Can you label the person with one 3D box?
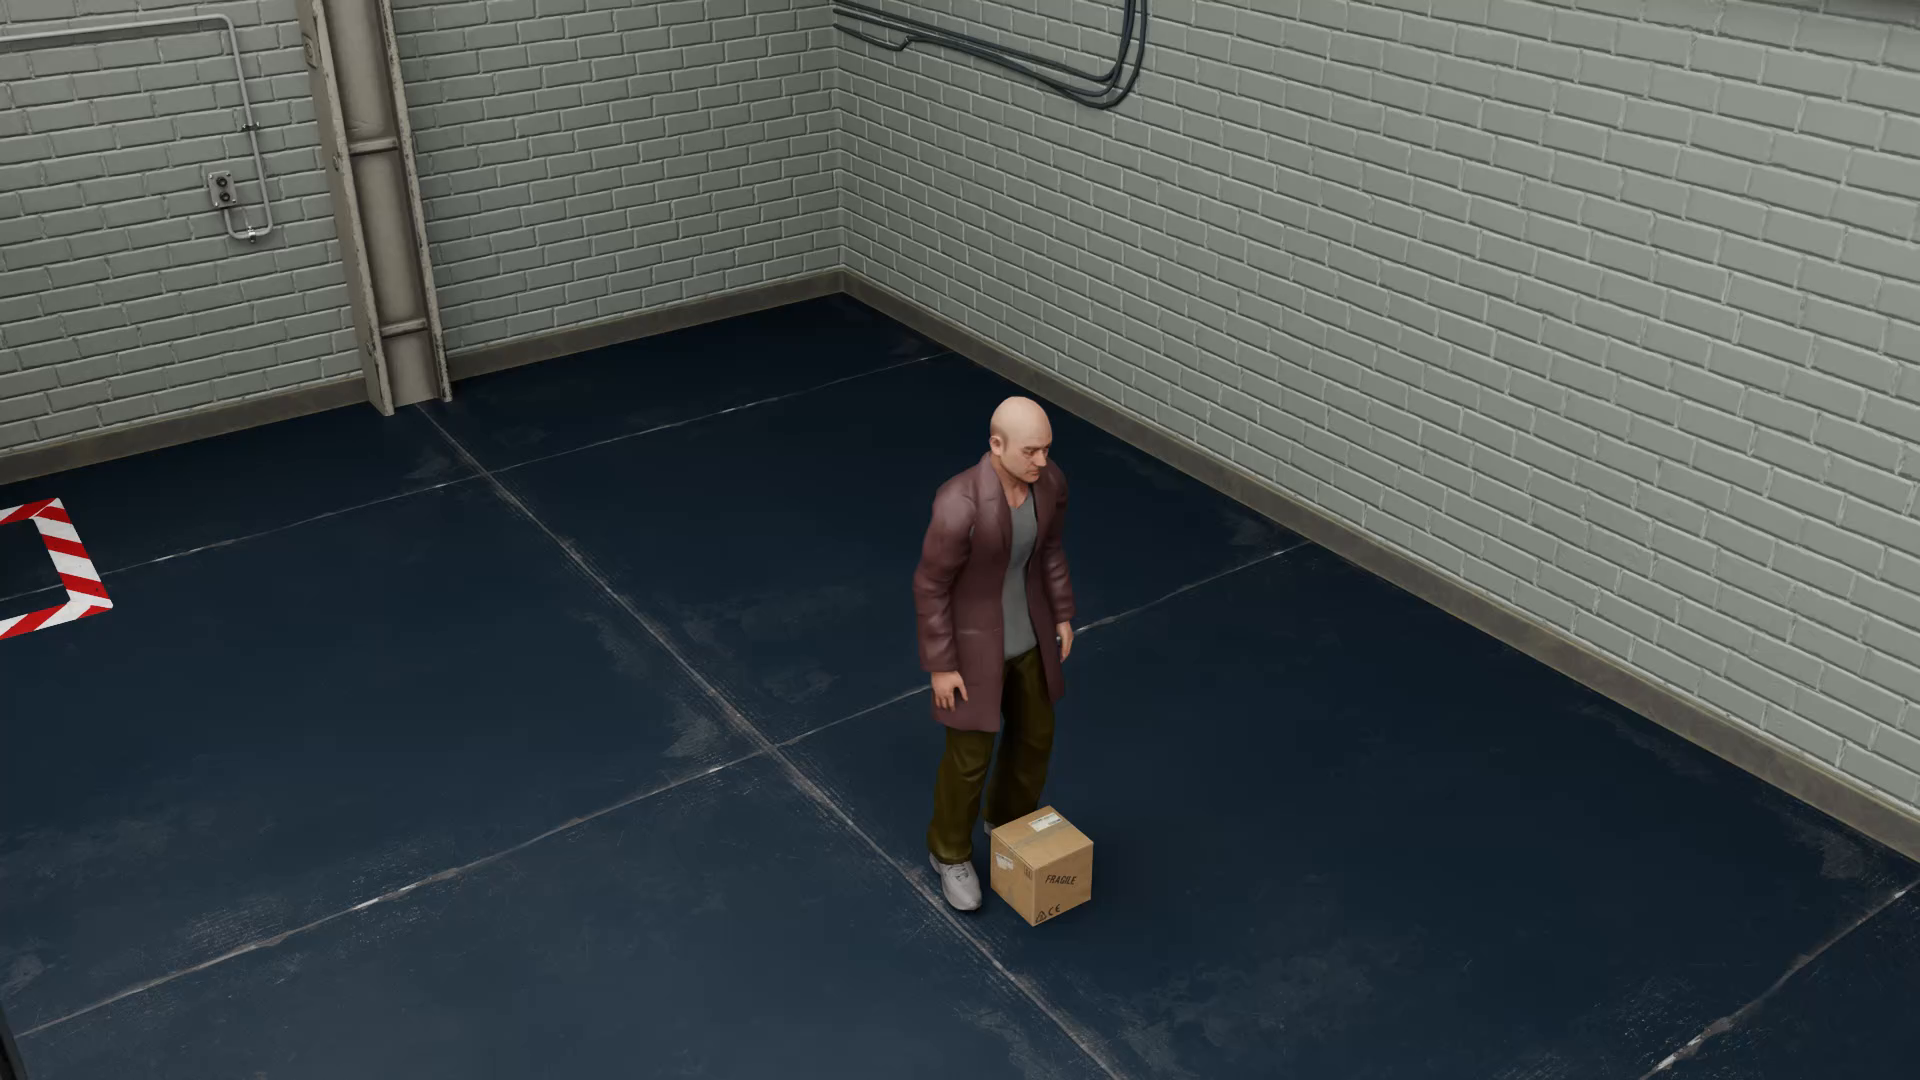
[{"bbox_3d":[0.135,0.344,5.500,0.647,1.772,0.429,-21,35,-34],"label":"person"}]
